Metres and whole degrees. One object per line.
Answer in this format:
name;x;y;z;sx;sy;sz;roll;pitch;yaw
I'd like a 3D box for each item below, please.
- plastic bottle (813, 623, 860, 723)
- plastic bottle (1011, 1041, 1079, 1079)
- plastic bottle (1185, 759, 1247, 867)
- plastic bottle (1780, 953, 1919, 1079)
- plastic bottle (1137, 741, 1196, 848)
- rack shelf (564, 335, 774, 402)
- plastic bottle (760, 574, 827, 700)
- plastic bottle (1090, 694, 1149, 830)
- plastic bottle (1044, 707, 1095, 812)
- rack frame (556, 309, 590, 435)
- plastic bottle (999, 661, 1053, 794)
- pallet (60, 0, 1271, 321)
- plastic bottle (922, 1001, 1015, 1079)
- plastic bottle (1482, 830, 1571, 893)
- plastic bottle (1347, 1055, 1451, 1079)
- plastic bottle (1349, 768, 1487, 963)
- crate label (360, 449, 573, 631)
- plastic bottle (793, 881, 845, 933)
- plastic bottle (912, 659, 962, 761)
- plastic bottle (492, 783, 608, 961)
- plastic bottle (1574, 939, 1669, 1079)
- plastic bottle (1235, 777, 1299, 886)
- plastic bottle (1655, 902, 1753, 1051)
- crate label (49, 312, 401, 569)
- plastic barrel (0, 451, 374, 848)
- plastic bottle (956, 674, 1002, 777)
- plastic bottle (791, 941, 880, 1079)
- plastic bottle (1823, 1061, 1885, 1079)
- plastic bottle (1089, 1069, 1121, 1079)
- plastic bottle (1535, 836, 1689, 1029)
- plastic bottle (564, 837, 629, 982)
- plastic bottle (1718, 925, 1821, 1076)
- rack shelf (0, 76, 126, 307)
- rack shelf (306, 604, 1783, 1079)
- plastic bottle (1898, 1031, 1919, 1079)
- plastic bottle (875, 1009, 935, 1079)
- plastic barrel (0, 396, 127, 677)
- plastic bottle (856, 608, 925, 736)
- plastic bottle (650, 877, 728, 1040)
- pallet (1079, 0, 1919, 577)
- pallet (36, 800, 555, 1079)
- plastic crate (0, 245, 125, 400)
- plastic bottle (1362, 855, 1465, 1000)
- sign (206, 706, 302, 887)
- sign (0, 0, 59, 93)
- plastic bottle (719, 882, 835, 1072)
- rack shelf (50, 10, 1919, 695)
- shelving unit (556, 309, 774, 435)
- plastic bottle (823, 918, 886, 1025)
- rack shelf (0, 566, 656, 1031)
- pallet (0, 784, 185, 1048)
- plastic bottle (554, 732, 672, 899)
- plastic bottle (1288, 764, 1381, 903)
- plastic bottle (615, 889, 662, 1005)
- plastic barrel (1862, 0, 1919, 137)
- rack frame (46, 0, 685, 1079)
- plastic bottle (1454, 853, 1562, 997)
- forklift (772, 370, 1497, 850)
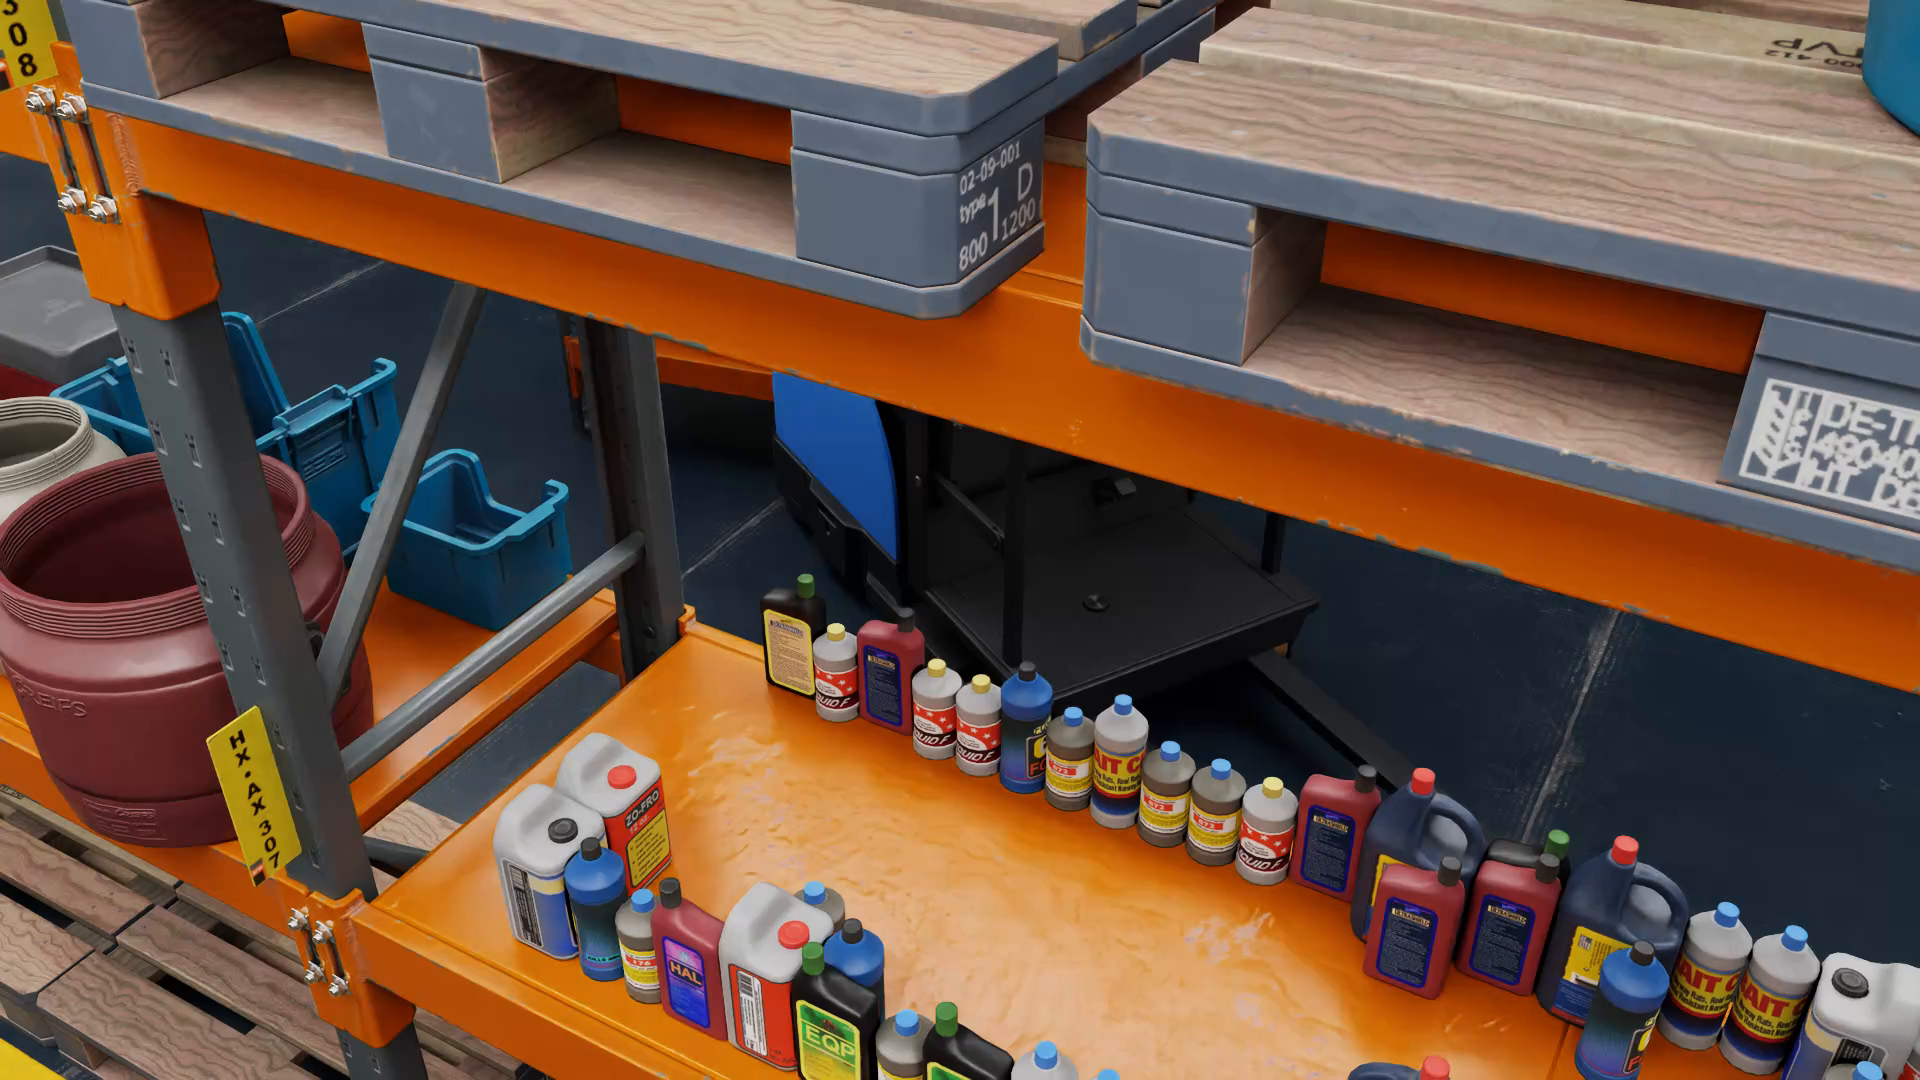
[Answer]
plastic bottle;-0.245;0.258;3.335;0.097;0.201;0.097;0;34;0
plastic bottle;0.121;0.829;2.414;0.097;0.271;0.097;0;34;0
plastic bottle;0.463;0.482;2.999;0.097;0.201;0.097;0;34;0
plastic bottle;1.356;0.752;2.527;0.135;0.276;0.152;18;37;24
plastic bottle;0.378;0.455;3.039;0.097;0.201;0.097;0;34;0
rack shelf;-1.027;-0.742;6.790;1.000;0.278;0.538;11;35;16
plastic bottle;-0.336;0.183;3.374;0.133;0.283;0.061;18;37;24
plastic bottle;0.294;0.399;3.060;0.097;0.271;0.097;0;34;0
plastic bottle;0.209;0.402;3.120;0.097;0.201;0.097;0;34;0
rack frame;-1.508;-1.036;6.791;0.032;1.125;0.500;11;35;16
plastic bottle;0.124;0.346;3.140;0.097;0.271;0.097;0;34;0
pallet;-0.283;-0.684;2.034;1.213;0.211;1.003;18;37;24
plastic bottle;0.012;0.802;2.445;0.133;0.283;0.061;18;37;24
plastic bottle;0.933;0.585;2.770;0.133;0.283;0.061;18;37;24
plastic bottle;0.616;0.841;2.325;0.185;0.351;0.144;18;37;24
plastic bottle;0.774;0.533;2.787;0.185;0.351;0.144;18;37;24
crate label;-1.079;0.002;3.691;0.416;0.233;0.303;18;37;24
plastic bottle;-0.236;0.648;2.749;0.097;0.201;0.097;0;34;0
plastic bottle;-0.045;0.322;3.240;0.097;0.201;0.097;0;34;0
plastic bottle;-0.684;0.555;2.822;0.135;0.276;0.152;18;37;24
plastic bottle;1.028;0.724;2.572;0.097;0.271;0.097;0;34;0
plastic bottle;0.547;0.509;2.959;0.097;0.201;0.097;0;34;0
plastic bottle;1.184;0.682;2.636;0.097;0.271;0.097;0;34;0
crate label;-1.627;-0.189;3.796;0.616;0.435;0.502;18;37;24
plastic barrel;-1.452;0.190;3.135;0.708;0.536;0.600;18;37;24
plastic bottle;0.040;0.348;3.200;0.097;0.201;0.097;0;34;0
plastic bottle;-0.188;0.738;2.541;0.133;0.283;0.061;18;37;24
plastic bottle;1.310;0.848;2.450;0.097;0.201;0.097;0;34;0
plastic bottle;0.206;0.856;2.374;0.097;0.271;0.097;0;34;0
plastic bottle;1.050;0.621;2.656;0.185;0.351;0.144;18;37;24
plastic bottle;-0.597;0.602;2.756;0.097;0.271;0.097;0;34;0
plastic bottle;1.269;0.708;2.596;0.097;0.271;0.097;0;34;0
rack shelf;-2.635;-1.270;3.394;4.000;0.370;1.077;18;37;24
rack shelf;0.838;1.078;2.573;4.000;0.370;1.077;18;37;24
plastic bottle;1.470;0.801;2.520;0.097;0.201;0.097;0;34;0
plastic bottle;-0.079;0.795;2.529;0.097;0.201;0.097;0;34;0
plastic barrel;-1.898;0.002;3.439;0.421;0.512;0.421;0;34;0
plastic bottle;-0.136;0.247;3.278;0.133;0.283;0.061;18;37;24
plastic bottle;-0.421;0.664;2.651;0.133;0.283;0.061;18;37;24
pallet;0.859;-0.320;1.488;1.213;0.211;1.003;18;37;24
pallet;-1.552;1.158;4.321;1.213;0.211;1.003;18;37;24
plastic crate;-2.150;-0.389;4.071;0.583;0.464;0.402;18;37;24
plastic bottle;0.745;0.618;2.721;0.133;0.283;0.061;18;37;24
sign;-1.166;0.428;2.754;0.005;0.325;0.100;18;37;24
sign;-1.166;-0.709;1.997;0.005;0.325;0.100;18;37;24
plastic bottle;-0.282;0.682;2.631;0.135;0.276;0.152;18;37;24
rack shelf;0.838;-0.170;1.742;4.000;0.370;1.077;18;37;24
shelving unit;-1.027;-0.945;6.655;1.048;1.125;0.538;11;35;16
plastic bottle;-0.165;0.700;2.609;0.097;0.271;0.097;0;34;0
rack shelf;-2.635;-0.022;4.225;4.000;0.370;1.077;18;37;24
pallet;-2.607;0.822;4.826;1.213;0.211;1.003;18;37;24
plastic bottle;-0.608;0.482;2.932;0.135;0.276;0.152;18;37;24
plastic bottle;0.656;0.498;2.902;0.133;0.283;0.061;18;37;24
plastic bottle;-0.512;0.658;2.735;0.097;0.201;0.097;0;34;0
plastic barrel;1.016;-0.699;1.056;0.708;0.901;0.600;18;37;24
rack frame;-0.899;0.229;3.200;0.127;3.000;1.000;18;37;24
plastic bottle;0.902;0.615;2.726;0.133;0.283;0.061;18;37;24
forklift;0.454;-0.812;4.824;1.130;2.935;3.031;-18;37;-24
